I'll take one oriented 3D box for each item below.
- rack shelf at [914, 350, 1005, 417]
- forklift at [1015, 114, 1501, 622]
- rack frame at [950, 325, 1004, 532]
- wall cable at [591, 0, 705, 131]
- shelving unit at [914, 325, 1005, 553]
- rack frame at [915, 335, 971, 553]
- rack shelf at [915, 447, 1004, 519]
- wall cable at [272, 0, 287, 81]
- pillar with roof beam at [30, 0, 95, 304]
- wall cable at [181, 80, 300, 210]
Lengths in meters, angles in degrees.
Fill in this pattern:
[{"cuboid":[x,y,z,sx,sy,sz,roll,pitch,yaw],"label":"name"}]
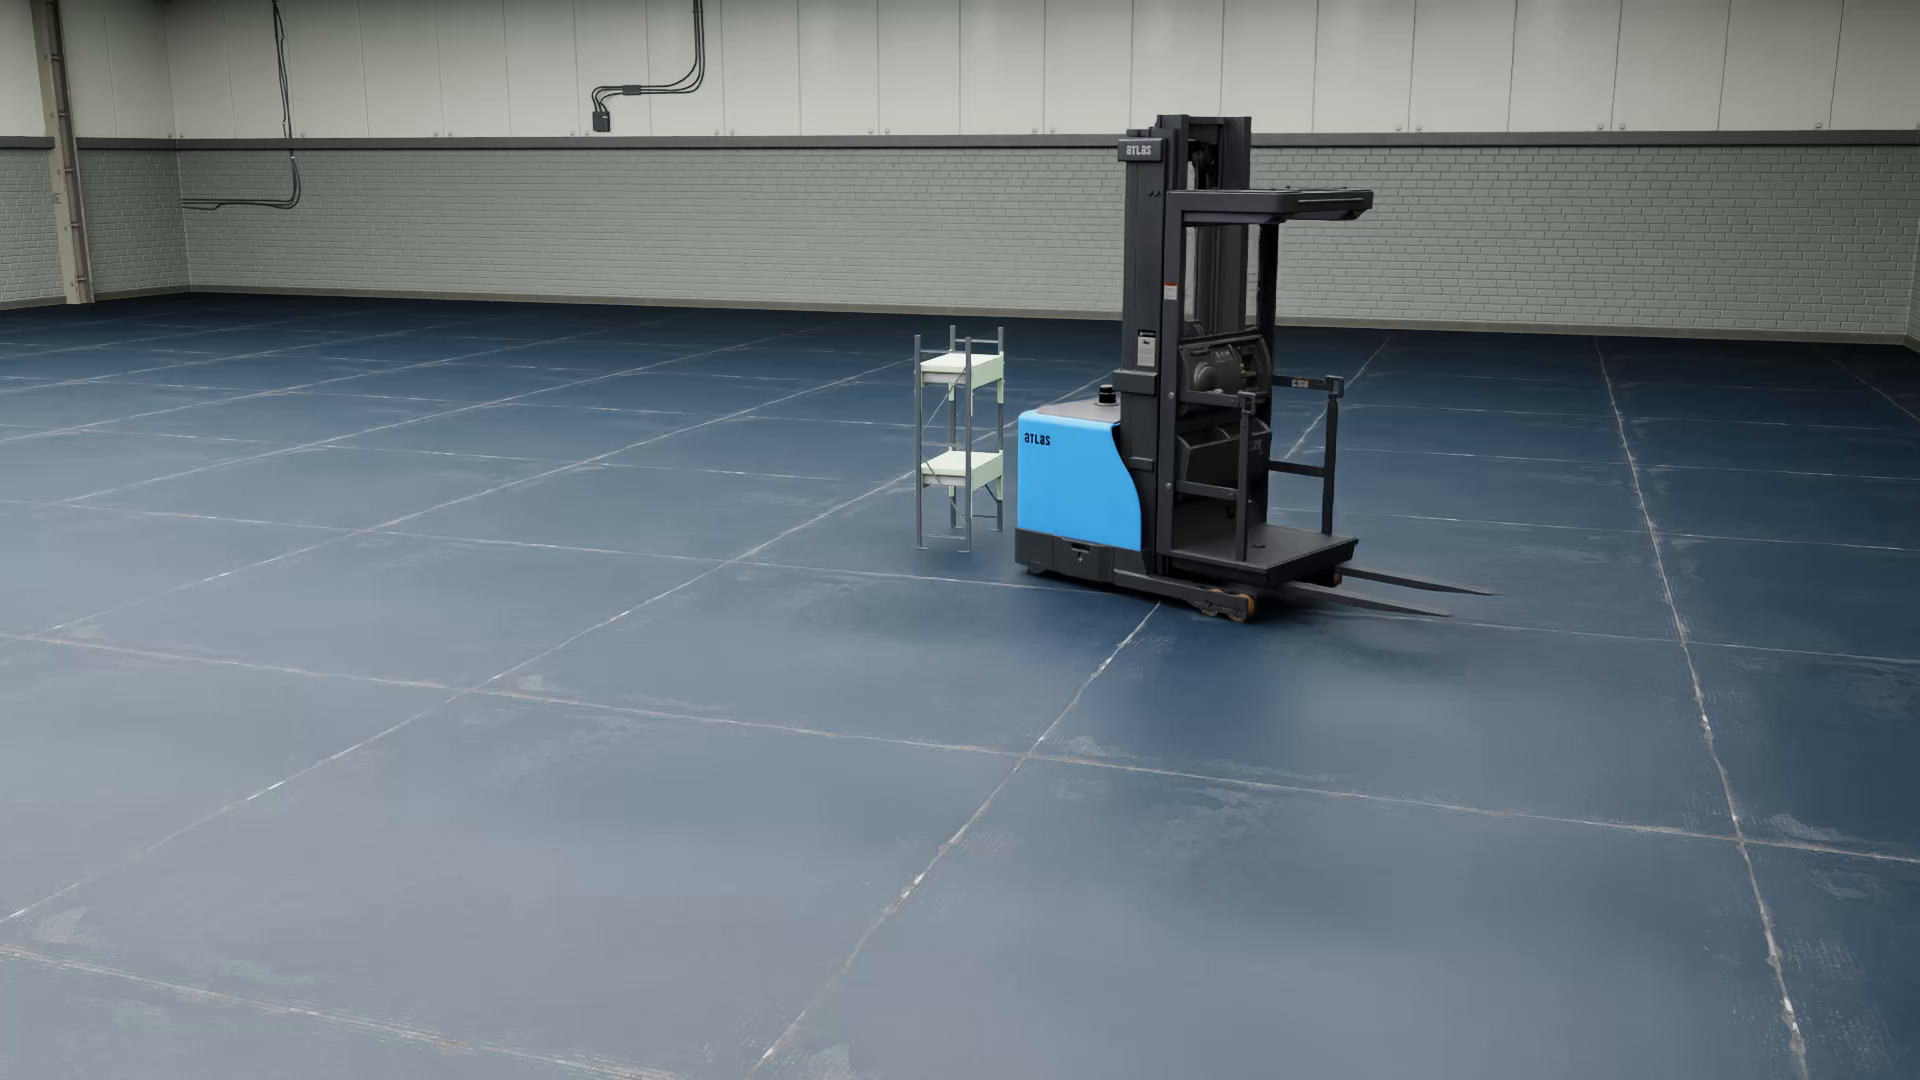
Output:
[{"cuboid":[0.002,-1.113,11.740,0.431,0.370,0.720,4,14,18],"label":"rack shelf"},{"cuboid":[1.793,-1.075,10.111,3.031,2.935,1.130,11,17,41],"label":"forklift"},{"cuboid":[0.121,-0.810,12.165,0.400,1.500,0.023,4,14,18],"label":"rack frame"},{"cuboid":[-5.699,-10.430,29.820,2.305,6.003,0.169,4,14,18],"label":"wall cable"},{"cuboid":[0.002,-0.733,11.827,0.431,1.500,0.755,4,14,18],"label":"shelving unit"},{"cuboid":[-0.116,-0.656,11.490,0.400,1.500,0.023,4,14,18],"label":"rack frame"},{"cuboid":[0.002,-0.415,11.900,0.431,0.370,0.720,4,14,18],"label":"rack shelf"},{"cuboid":[-12.117,-10.213,32.138,3.097,2.526,0.112,4,14,18],"label":"wall cable"},{"cuboid":[-12.808,-8.624,29.549,9.100,9.000,0.400,4,14,18],"label":"pillar with roof beam"},{"cuboid":[-14.677,-7.945,33.553,3.097,2.526,0.112,4,14,18],"label":"wall cable"}]
